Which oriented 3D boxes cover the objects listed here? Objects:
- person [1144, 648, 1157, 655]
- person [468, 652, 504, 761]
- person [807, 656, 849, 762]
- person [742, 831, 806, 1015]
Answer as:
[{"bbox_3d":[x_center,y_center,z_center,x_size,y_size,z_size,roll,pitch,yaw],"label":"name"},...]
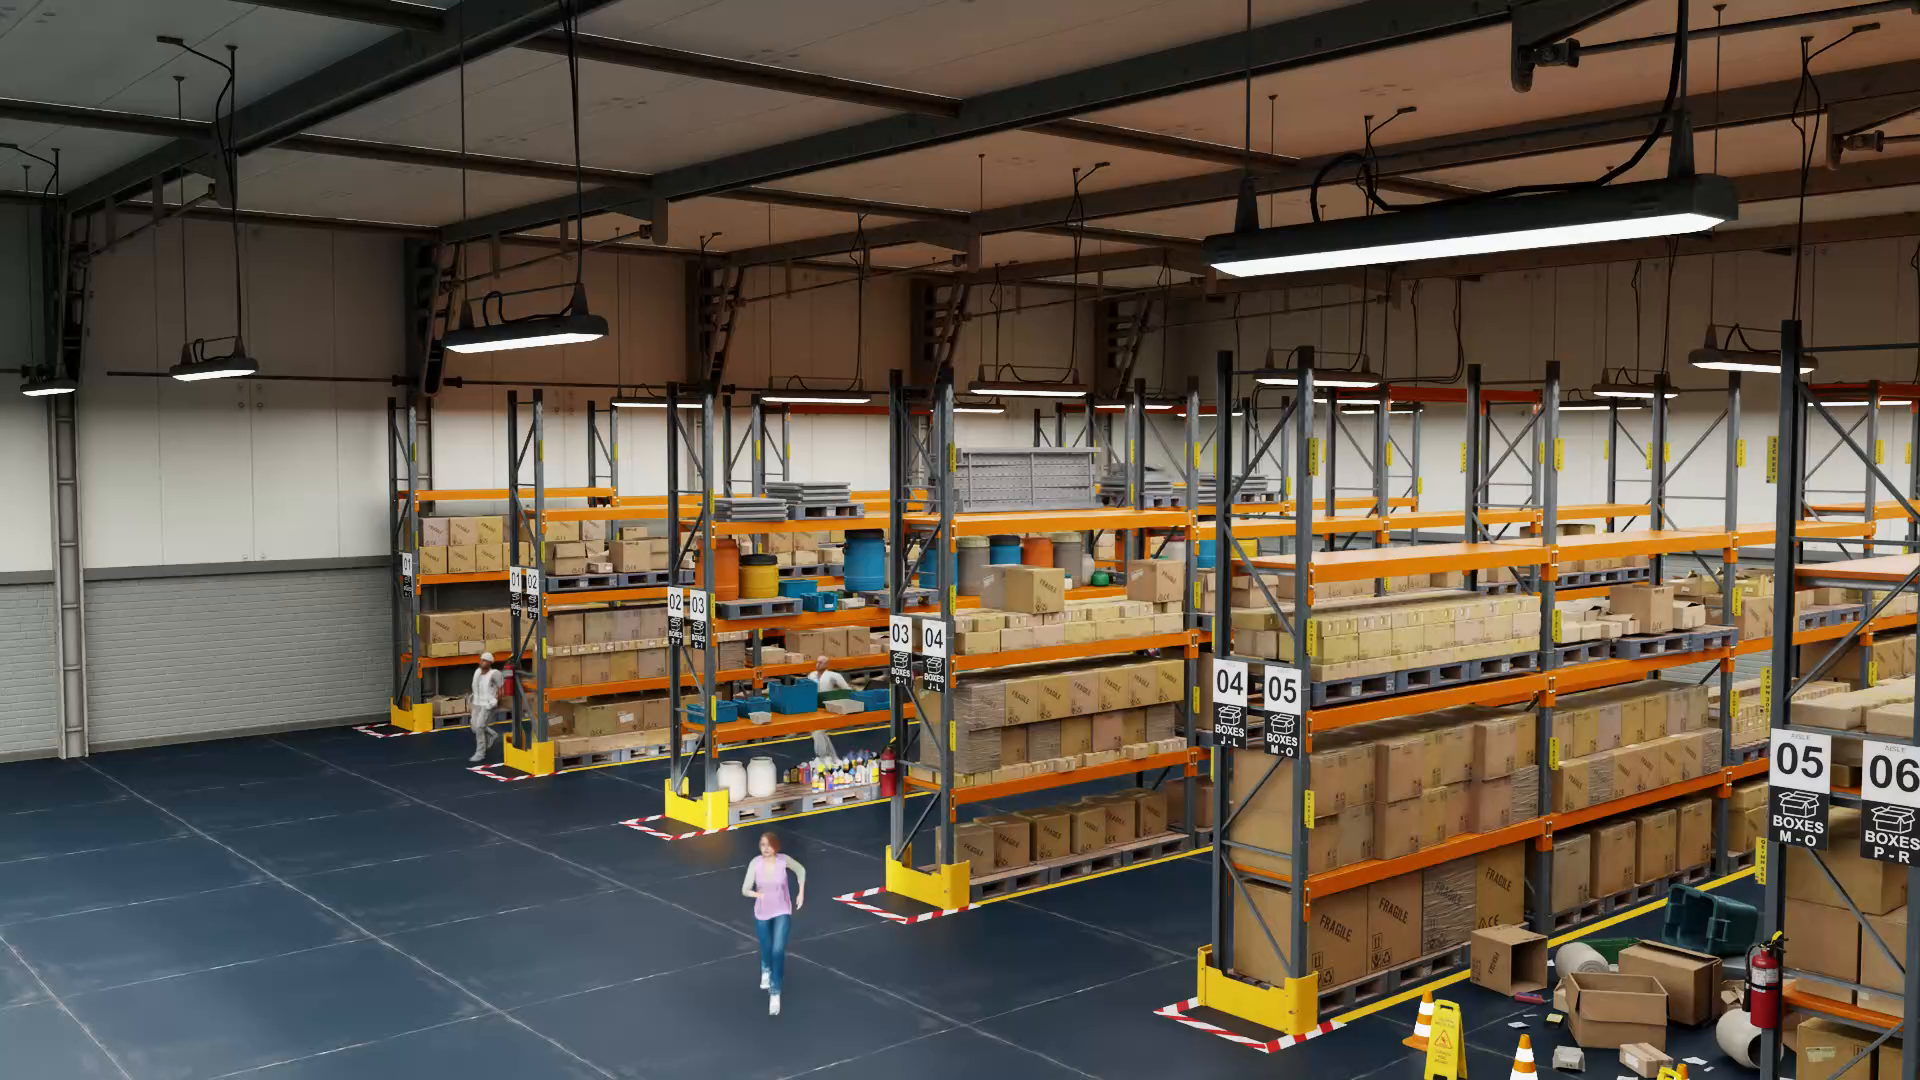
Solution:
[{"bbox_3d":[3.716,2.453,32.574,0.589,1.716,0.733,3,4,42],"label":"person"},{"bbox_3d":[-7.724,2.720,27.263,0.725,1.781,0.712,2,4,29],"label":"person"},{"bbox_3d":[-2.188,2.748,26.266,0.685,1.844,0.794,3,4,39],"label":"person"},{"bbox_3d":[-1.711,3.472,15.302,0.548,1.630,0.842,0,3,3],"label":"person"}]
